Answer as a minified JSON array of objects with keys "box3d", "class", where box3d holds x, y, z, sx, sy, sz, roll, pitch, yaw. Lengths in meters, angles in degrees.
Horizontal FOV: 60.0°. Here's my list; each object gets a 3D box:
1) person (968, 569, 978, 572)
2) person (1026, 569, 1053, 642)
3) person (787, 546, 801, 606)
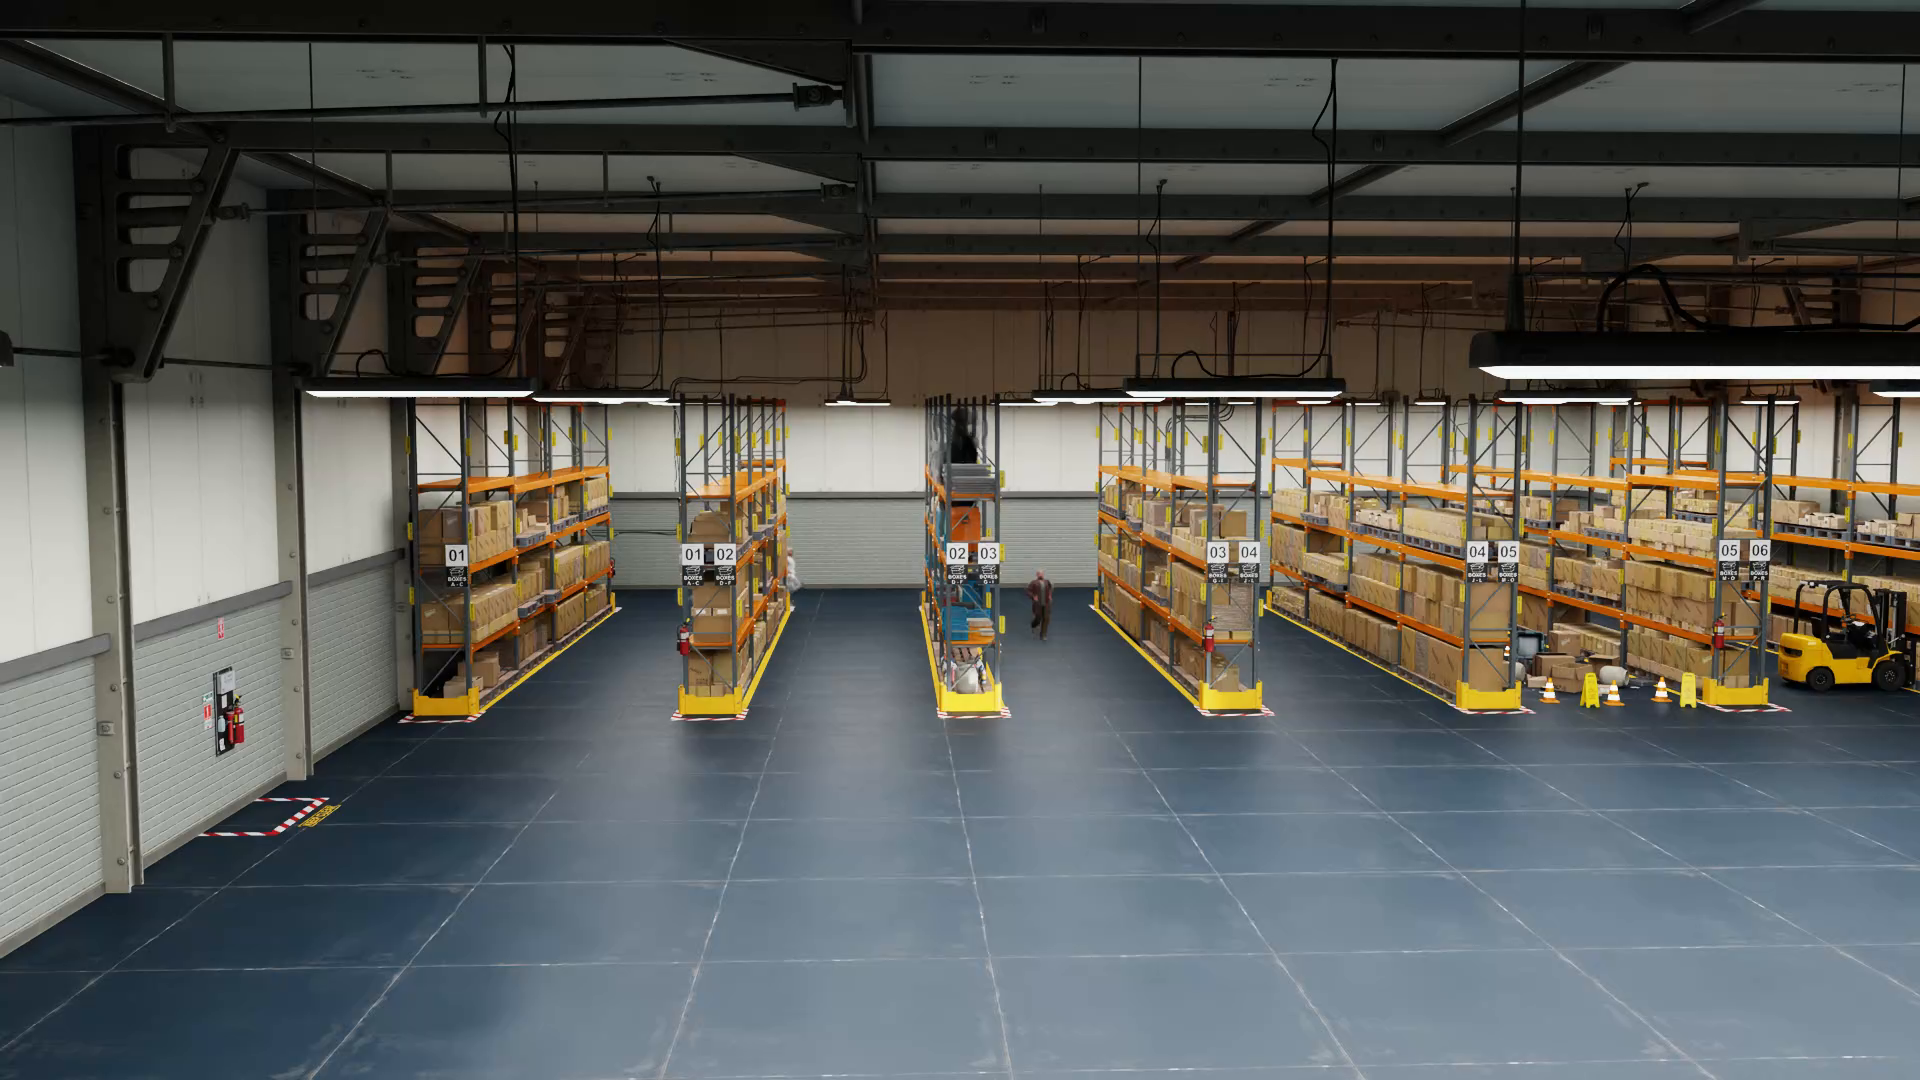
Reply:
[{"box3d":[0.368,1.088,48.281,0.702,1.689,0.699,3,6,37],"class":"person"},{"box3d":[1.993,1.605,41.121,0.712,1.764,0.918,-1,5,-16],"class":"person"},{"box3d":[-4.884,1.046,48.236,0.521,1.744,0.708,0,5,3],"class":"person"}]
